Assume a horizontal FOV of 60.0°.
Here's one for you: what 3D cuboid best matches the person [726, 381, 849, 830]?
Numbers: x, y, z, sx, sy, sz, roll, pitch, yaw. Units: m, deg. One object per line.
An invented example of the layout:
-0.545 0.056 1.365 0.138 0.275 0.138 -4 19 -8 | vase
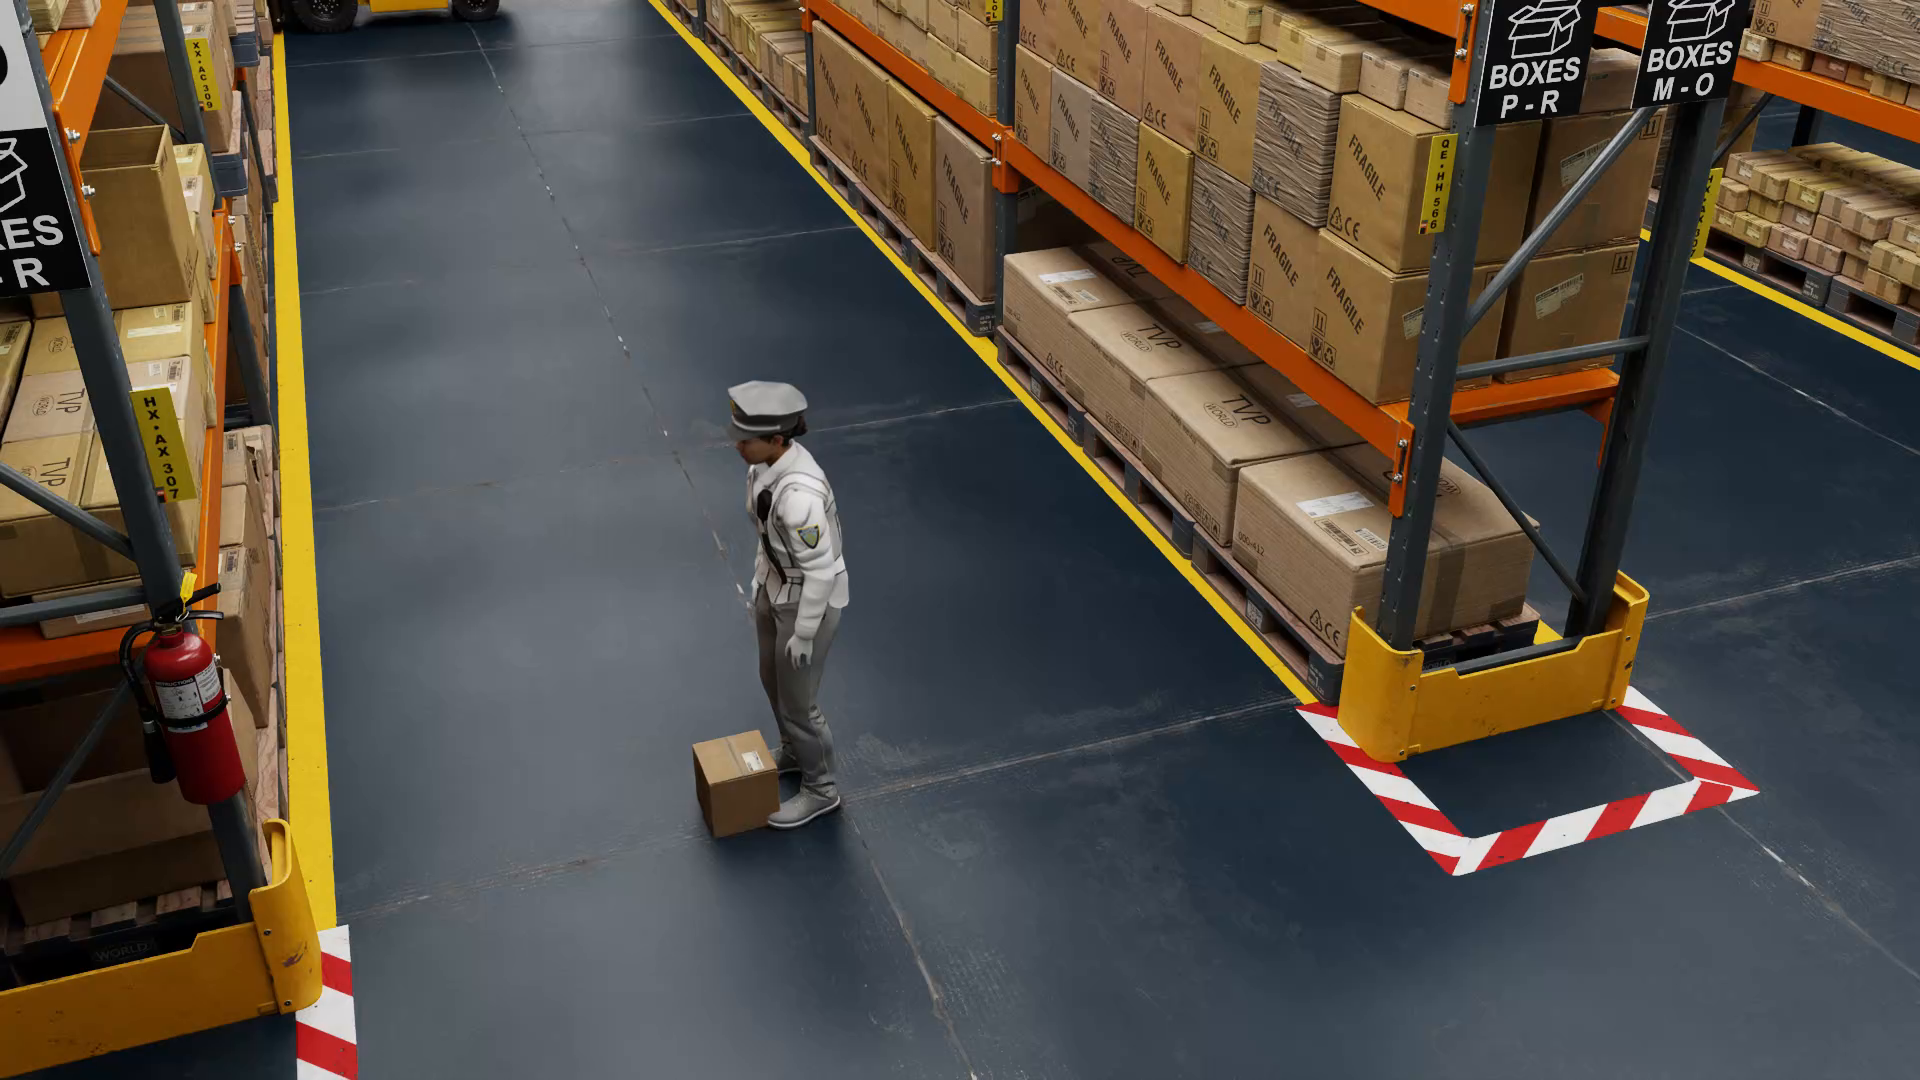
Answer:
-0.581 0.223 5.741 0.369 1.663 0.518 -12 32 -19 | person
